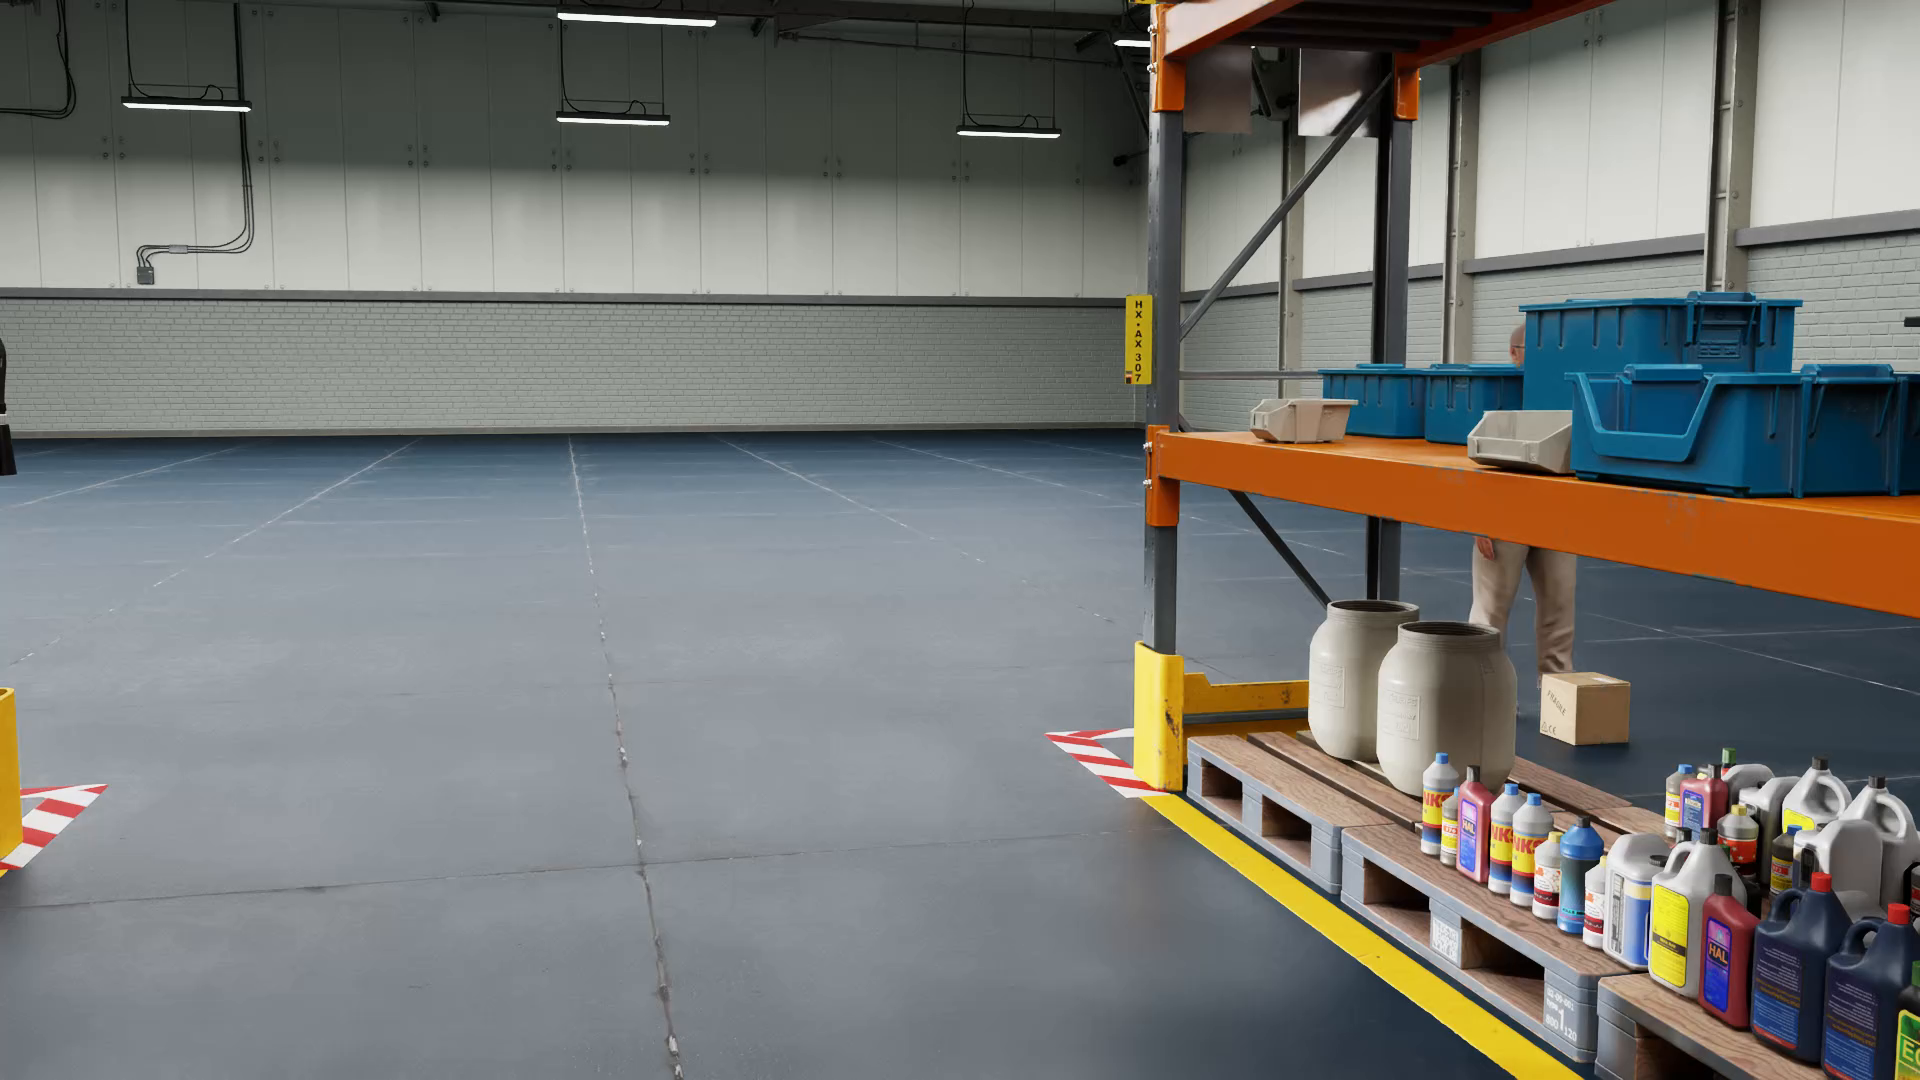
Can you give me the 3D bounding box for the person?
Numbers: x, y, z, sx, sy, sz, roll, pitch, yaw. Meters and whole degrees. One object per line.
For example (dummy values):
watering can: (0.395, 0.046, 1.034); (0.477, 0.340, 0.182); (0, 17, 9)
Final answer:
person: (2.512, -0.081, 7.261); (0.533, 1.724, 0.494); (-1, 6, -12)
